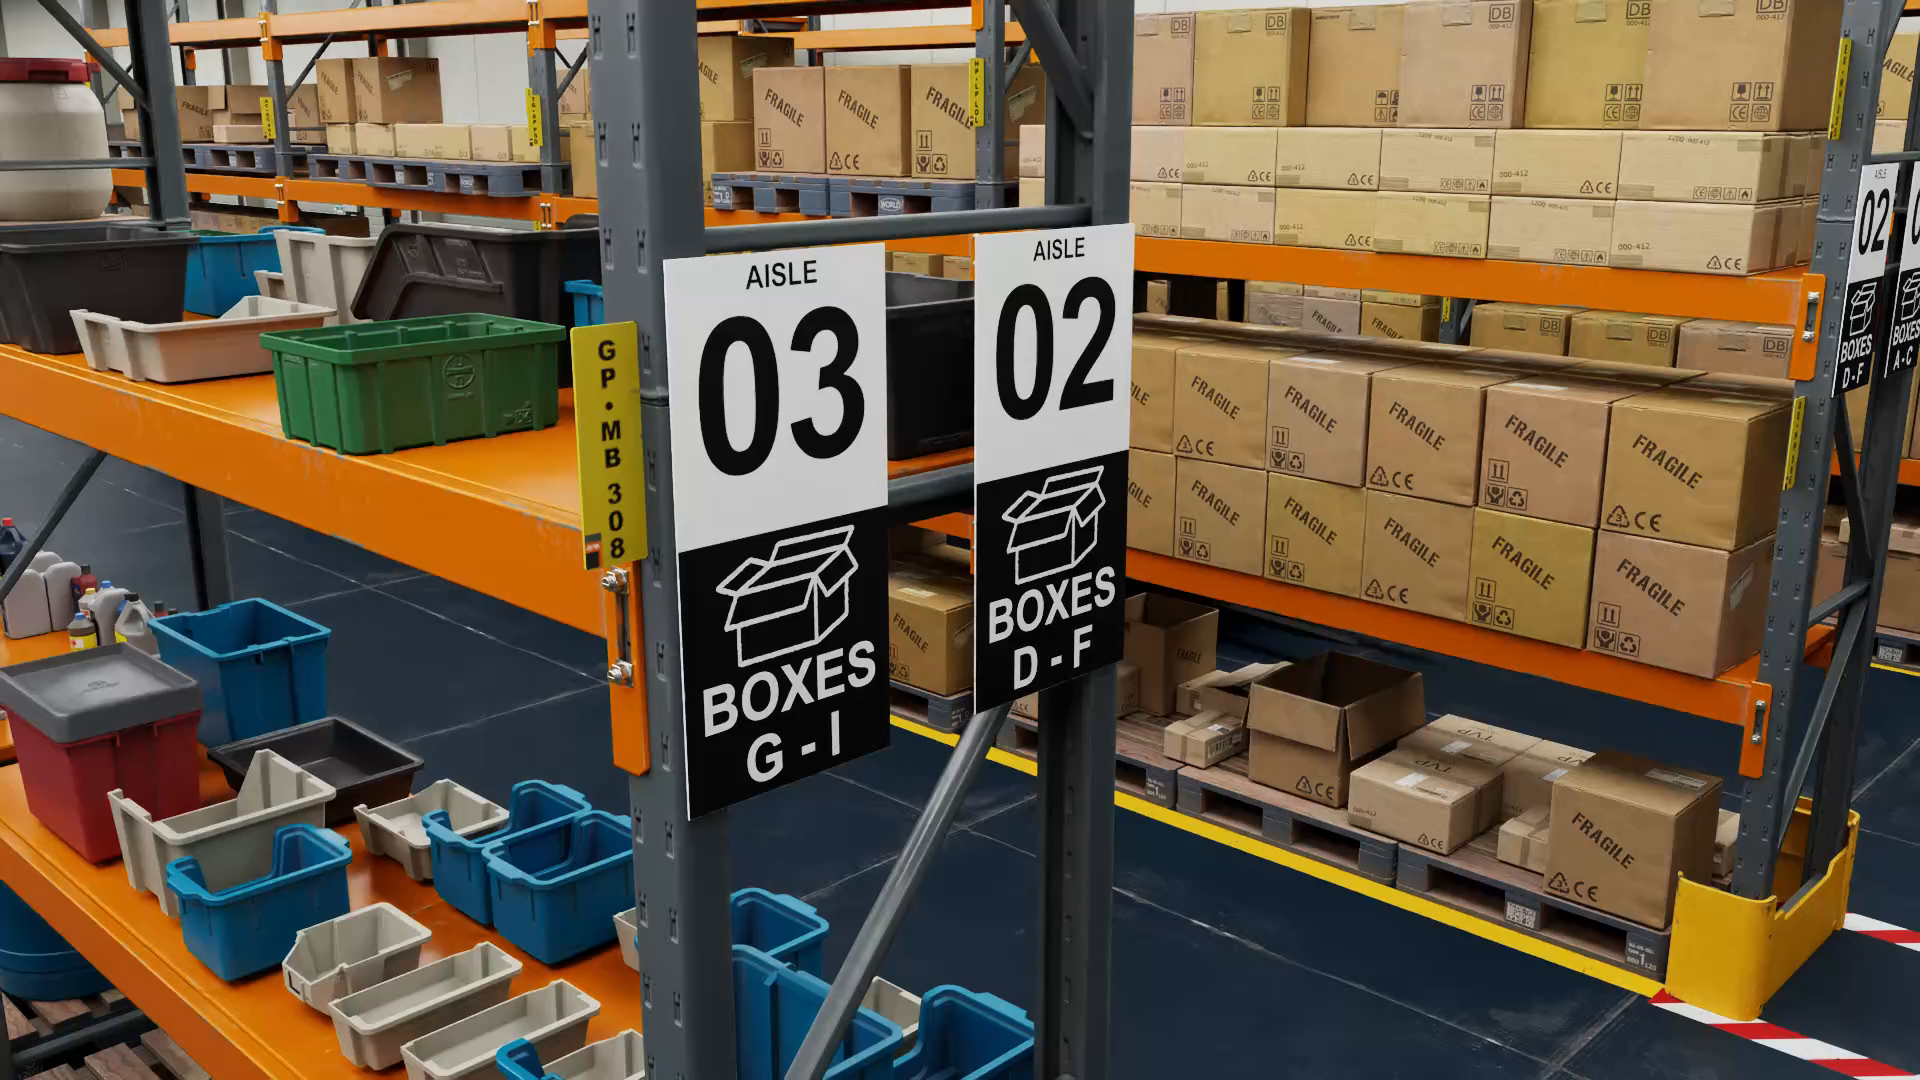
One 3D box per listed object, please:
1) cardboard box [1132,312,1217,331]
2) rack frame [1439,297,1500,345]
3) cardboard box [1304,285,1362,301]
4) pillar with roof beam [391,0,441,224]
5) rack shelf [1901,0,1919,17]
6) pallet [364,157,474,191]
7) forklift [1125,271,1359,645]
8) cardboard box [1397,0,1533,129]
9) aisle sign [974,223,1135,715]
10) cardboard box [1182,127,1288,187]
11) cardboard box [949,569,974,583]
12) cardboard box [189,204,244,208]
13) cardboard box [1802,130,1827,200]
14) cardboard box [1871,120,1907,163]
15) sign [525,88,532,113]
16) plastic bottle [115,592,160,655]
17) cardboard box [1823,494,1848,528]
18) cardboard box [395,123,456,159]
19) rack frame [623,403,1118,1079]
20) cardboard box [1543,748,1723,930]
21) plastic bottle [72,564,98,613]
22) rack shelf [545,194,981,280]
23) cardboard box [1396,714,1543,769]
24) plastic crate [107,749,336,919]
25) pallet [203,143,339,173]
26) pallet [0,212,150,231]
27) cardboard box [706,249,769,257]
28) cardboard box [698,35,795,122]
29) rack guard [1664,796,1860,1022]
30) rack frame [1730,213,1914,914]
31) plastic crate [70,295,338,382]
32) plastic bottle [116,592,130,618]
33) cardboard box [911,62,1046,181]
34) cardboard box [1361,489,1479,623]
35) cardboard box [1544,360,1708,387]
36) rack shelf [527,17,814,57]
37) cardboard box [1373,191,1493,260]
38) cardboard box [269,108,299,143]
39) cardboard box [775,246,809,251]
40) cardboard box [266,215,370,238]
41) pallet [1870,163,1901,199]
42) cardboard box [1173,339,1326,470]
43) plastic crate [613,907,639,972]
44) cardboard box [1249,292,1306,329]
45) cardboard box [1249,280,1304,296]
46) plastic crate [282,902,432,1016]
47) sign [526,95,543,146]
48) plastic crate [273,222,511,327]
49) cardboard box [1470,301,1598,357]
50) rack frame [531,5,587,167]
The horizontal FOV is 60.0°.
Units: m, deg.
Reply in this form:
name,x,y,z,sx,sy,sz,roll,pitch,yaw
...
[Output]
name,x,y,z,sx,sy,sz,roll,pitch,yaw
cardboard box,1.008,-0.916,8.816,0.500,0.500,0.500,14,20,42
rack frame,3.900,-1.325,12.567,0.127,3.000,1.000,14,20,42
cardboard box,3.025,-2.016,12.906,0.500,0.250,0.500,-14,20,-43
pillar with roof beam,-10.941,-6.631,21.035,0.400,9.000,9.100,14,20,42
rack shelf,5.340,-3.336,10.609,4.000,0.370,1.077,14,20,42
pallet,-3.773,-2.783,12.589,1.003,0.211,1.213,-13,20,-42
forklift,1.677,-0.915,11.129,1.130,2.935,3.031,-12,19,-38
cardboard box,2.227,-1.967,6.900,0.500,0.500,0.700,14,20,42
aisle sign,0.161,-0.126,2.810,0.004,0.787,0.394,14,20,42
cardboard box,1.355,-1.739,7.513,0.500,0.250,0.500,14,20,42
cardboard box,0.286,0.443,9.868,0.500,0.500,0.500,13,19,40
cardboard box,-7.426,-3.017,16.290,0.500,0.500,0.700,13,19,41
cardboard box,3.155,-1.483,6.531,0.500,0.250,0.500,14,20,42
cardboard box,5.693,-2.426,10.112,0.500,0.250,0.500,13,19,40
sign,-5.115,-5.201,19.761,0.005,0.325,0.100,14,20,42
plastic bottle,-3.034,0.370,6.162,0.185,0.351,0.144,14,20,42
cardboard box,5.890,-0.183,11.025,0.250,0.149,0.380,14,20,43
cardboard box,-3.961,-3.062,12.748,0.500,0.250,0.500,12,19,38
rack frame,-0.097,1.174,2.979,0.127,3.000,1.000,14,20,42
cardboard box,2.782,1.221,6.881,0.500,0.500,0.500,14,20,42
plastic bottle,-3.583,0.233,6.821,0.133,0.283,0.061,14,20,42
rack shelf,-0.975,-1.878,10.170,4.000,0.370,1.077,14,20,42
cardboard box,2.430,1.071,7.953,0.500,0.250,0.500,14,20,42
plastic crate,-2.005,0.802,4.519,0.530,0.282,0.437,14,20,42
pallet,-5.926,-3.378,14.675,1.213,0.211,1.003,14,20,42
pallet,-3.608,-1.006,5.770,1.003,0.211,1.213,14,20,42
cardboard box,-2.414,-3.051,17.965,0.500,0.500,0.500,14,20,42
cardboard box,-1.371,-2.853,10.301,0.500,0.500,0.500,14,20,42
rack guard,3.289,1.471,6.794,0.348,0.500,1.175,14,20,42
rack frame,3.344,0.275,6.427,0.127,3.000,1.000,14,20,42
plastic crate,-1.756,-0.467,3.849,0.530,0.136,0.437,14,20,42
plastic bottle,-3.206,0.337,6.445,0.097,0.271,0.097,0,15,0
cardboard box,0.153,-2.278,9.047,0.600,0.600,0.600,11,18,37
cardboard box,2.102,0.019,7.211,0.500,0.500,0.500,14,20,43
cardboard box,2.826,-0.473,7.116,0.500,0.500,0.500,14,20,43
rack shelf,-3.298,-5.628,18.619,4.000,0.370,1.077,14,20,42
cardboard box,2.070,-1.321,6.900,0.500,0.250,0.500,14,20,42
cardboard box,-5.863,-3.735,14.935,0.500,0.311,0.500,12,19,39
cardboard box,-1.516,-2.891,17.507,0.500,0.500,0.700,14,20,42
cardboard box,-5.618,-2.578,14.605,0.500,0.500,0.700,14,20,42
pallet,6.238,-2.161,10.005,1.213,0.211,1.003,14,20,42
cardboard box,1.350,-0.643,7.771,0.500,0.500,0.500,13,19,41
plastic crate,-0.708,0.979,4.129,0.298,0.136,0.250,14,20,42
cardboard box,2.663,-1.739,13.328,0.500,0.500,0.500,14,20,42
cardboard box,2.658,-2.105,13.248,0.500,0.250,0.500,-14,20,-43
plastic crate,-1.451,1.016,3.987,0.250,0.136,0.298,14,20,42
sign,-2.806,-2.766,10.966,0.005,0.325,0.100,14,20,42
plastic crate,-1.478,-0.665,4.320,0.530,0.282,0.437,14,20,42
cardboard box,4.279,-1.372,12.154,0.700,0.700,0.980,14,20,43
rack frame,-2.415,-4.028,11.044,0.127,3.000,1.000,14,20,42
